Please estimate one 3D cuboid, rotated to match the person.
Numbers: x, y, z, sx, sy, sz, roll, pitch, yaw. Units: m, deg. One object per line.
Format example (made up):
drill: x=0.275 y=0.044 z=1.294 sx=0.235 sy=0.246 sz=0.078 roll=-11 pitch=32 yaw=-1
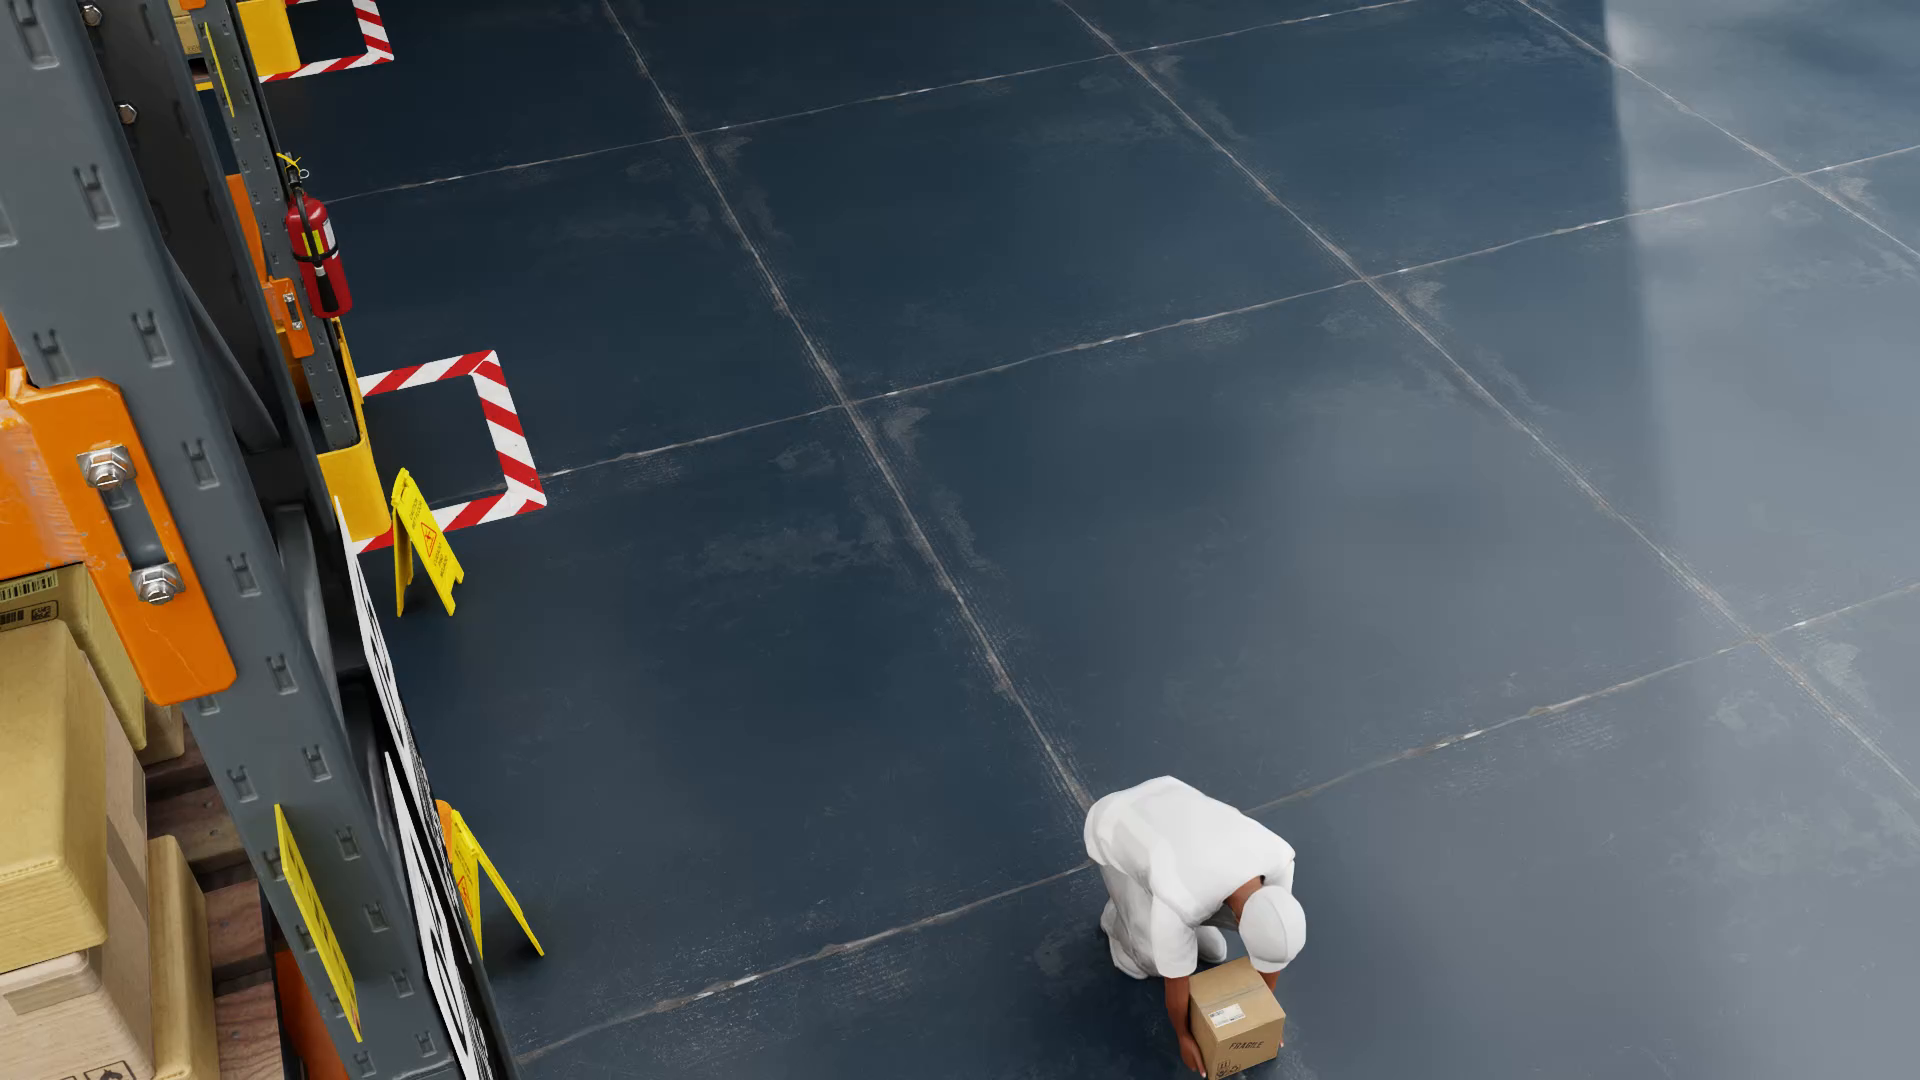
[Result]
person: x=0.797 y=1.221 z=5.553 sx=0.546 sy=0.898 sz=0.928 roll=-16 pitch=44 yaw=-17
